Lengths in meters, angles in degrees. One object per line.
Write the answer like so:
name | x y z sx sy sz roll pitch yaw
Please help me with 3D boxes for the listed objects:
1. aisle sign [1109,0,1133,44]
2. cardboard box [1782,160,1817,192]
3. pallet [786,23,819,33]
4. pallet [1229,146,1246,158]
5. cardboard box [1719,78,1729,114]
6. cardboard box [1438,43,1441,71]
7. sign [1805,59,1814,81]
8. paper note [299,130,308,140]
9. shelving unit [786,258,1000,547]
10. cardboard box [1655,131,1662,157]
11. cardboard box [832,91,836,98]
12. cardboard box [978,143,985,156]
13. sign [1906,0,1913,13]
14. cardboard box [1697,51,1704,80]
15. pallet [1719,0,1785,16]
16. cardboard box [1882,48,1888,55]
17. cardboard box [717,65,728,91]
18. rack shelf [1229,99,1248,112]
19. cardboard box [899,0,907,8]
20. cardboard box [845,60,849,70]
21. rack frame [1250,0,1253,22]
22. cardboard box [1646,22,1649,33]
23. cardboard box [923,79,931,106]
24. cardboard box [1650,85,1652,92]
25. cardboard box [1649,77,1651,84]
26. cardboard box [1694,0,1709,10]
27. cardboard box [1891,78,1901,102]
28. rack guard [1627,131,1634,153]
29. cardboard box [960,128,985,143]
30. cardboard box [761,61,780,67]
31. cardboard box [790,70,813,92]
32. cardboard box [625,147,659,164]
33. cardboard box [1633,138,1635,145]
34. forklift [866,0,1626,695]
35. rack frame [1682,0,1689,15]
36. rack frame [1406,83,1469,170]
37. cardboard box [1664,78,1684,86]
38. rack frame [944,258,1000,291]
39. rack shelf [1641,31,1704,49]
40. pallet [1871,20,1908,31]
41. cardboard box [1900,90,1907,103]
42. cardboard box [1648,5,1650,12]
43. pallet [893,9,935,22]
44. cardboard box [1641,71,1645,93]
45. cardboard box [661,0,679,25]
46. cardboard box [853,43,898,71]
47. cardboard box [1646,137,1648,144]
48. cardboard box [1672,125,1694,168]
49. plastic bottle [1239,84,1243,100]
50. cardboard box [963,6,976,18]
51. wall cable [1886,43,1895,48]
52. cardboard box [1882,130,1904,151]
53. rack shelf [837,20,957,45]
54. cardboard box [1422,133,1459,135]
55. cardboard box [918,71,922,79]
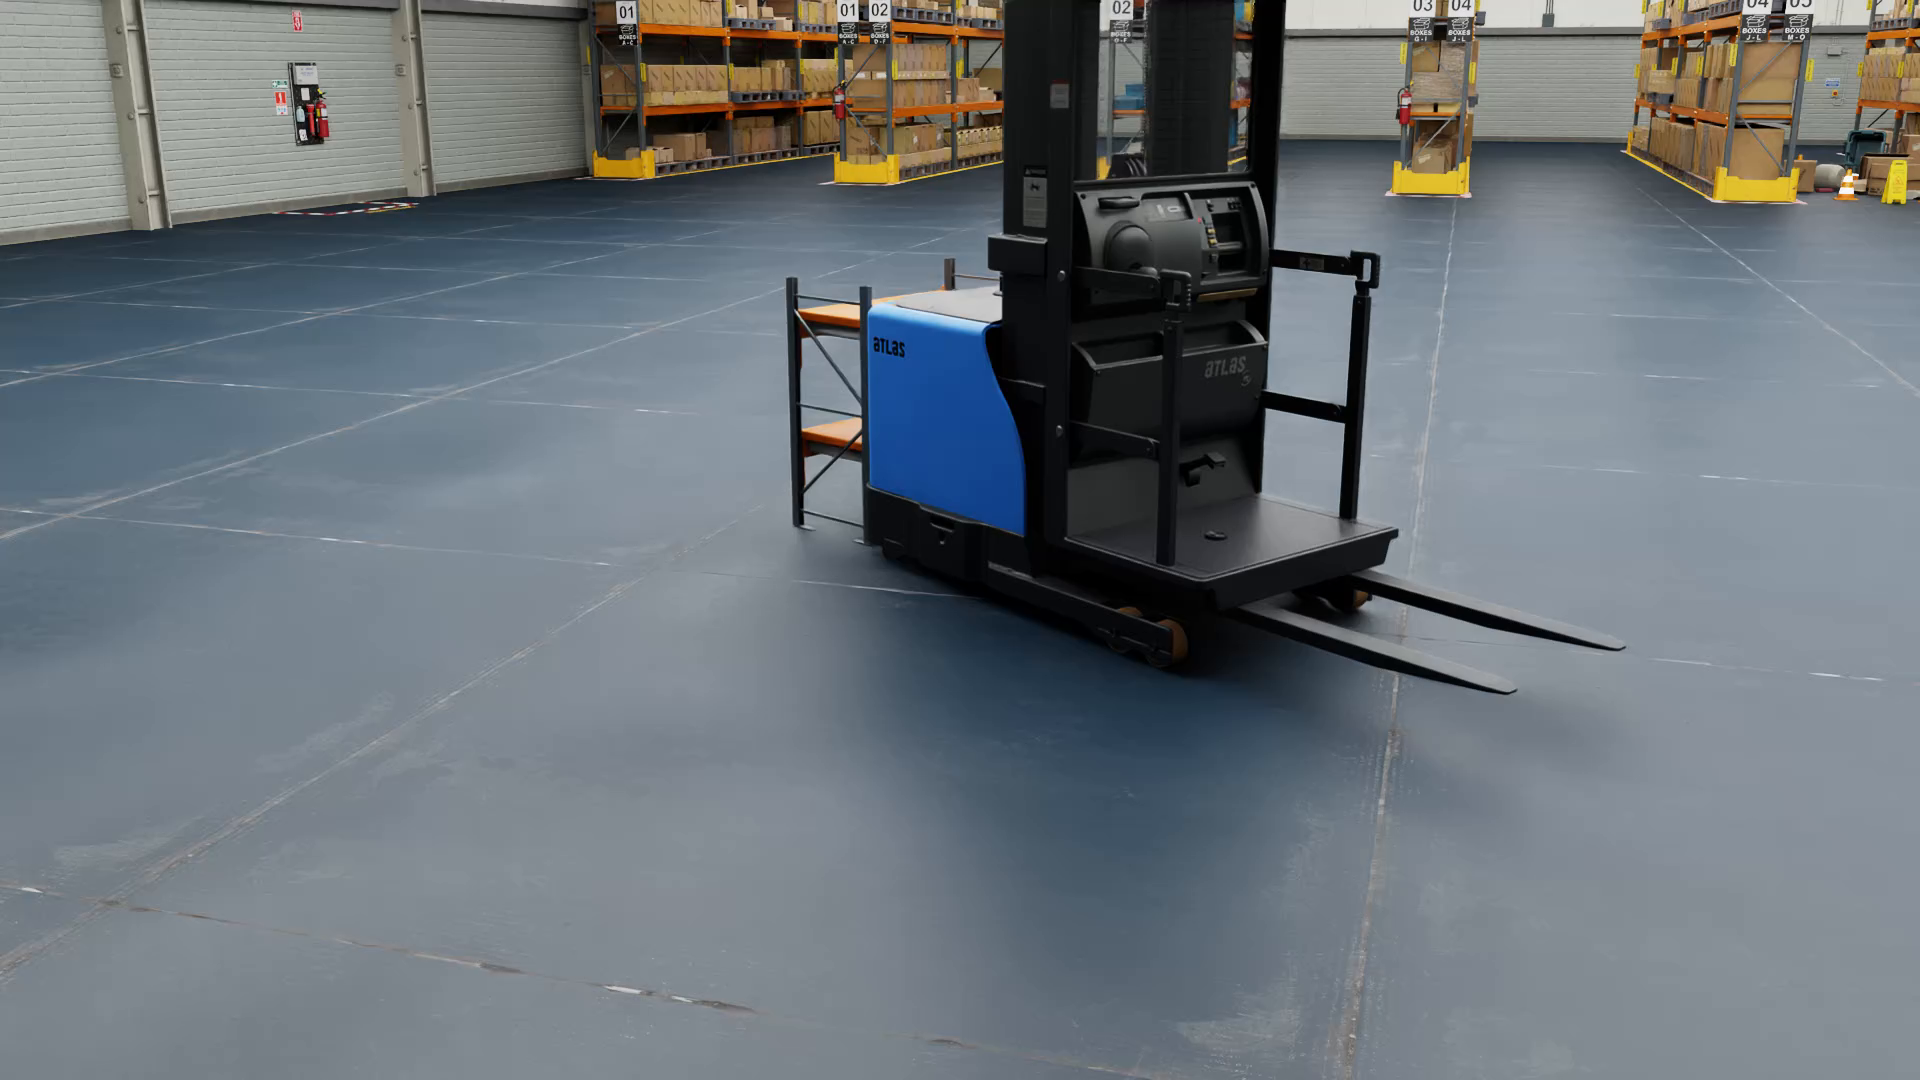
aisle sign | 2.746 -8.861 28.309 0.394 0.787 0.004 5 16 16
cardboard box | 14.206 -6.171 28.164 0.500 0.500 0.500 8 18 25
pallet | -4.042 -11.992 38.962 1.213 0.211 1.003 5 17 18
pallet | 6.202 -9.206 39.398 1.003 0.211 1.213 5 16 16
cardboard box | 12.724 -7.129 26.693 0.875 0.550 0.550 5 16 16
cardboard box | 7.856 -8.189 28.142 0.500 0.500 0.500 5 16 16
sign | 13.057 -7.221 25.559 0.100 0.325 0.005 5 16 16
paper note | -9.639 -5.947 24.412 0.016 0.148 0.142 5 16 16
shelving unit | -0.222 -0.664 7.611 0.538 1.125 1.048 14 21 40
cardboard box | 15.022 -8.371 35.157 0.500 0.500 0.500 4 16 13
cardboard box | -3.265 -10.963 40.909 0.380 0.149 0.250 4 16 14
cardboard box | 0.228 -8.406 35.737 0.500 0.250 0.500 5 17 17
sign | 20.179 -11.366 35.314 0.100 0.325 0.005 5 16 16
cardboard box | 14.087 -8.784 30.786 0.700 0.500 0.500 5 17 16
pallet | 13.072 -8.727 27.265 1.003 0.211 1.213 5 16 16
cardboard box | 21.001 -11.007 37.434 0.380 0.149 0.250 4 16 15
cardboard box | -5.149 -9.572 34.442 0.500 0.500 0.500 5 16 16
rack shelf | 5.893 -9.876 37.971 1.077 0.370 4.000 5 16 16
cardboard box | -1.194 -9.877 30.592 0.380 0.149 0.250 5 16 16
cardboard box | -3.079 -11.801 41.297 0.500 0.250 0.500 5 17 17
rack frame | 6.461 -13.632 38.899 1.000 3.000 0.127 5 16 16
cardboard box | 16.547 -12.133 39.386 0.500 0.250 0.500 5 17 18
cardboard box | -0.971 -8.700 32.322 0.700 0.500 0.500 5 17 17
cardboard box | 15.236 -9.826 36.167 0.380 0.149 0.250 5 17 16
cardboard box | 15.384 -10.107 36.613 0.380 0.149 0.250 5 17 17
cardboard box | 14.095 -10.117 31.213 0.500 0.311 0.500 4 16 15
cardboard box | 20.598 -9.782 36.138 0.500 0.500 0.500 5 17 16
rack guard | 17.052 -9.775 40.875 1.175 0.500 0.348 5 16 16
cardboard box | 0.231 -8.678 35.669 0.500 0.311 0.500 5 17 17
cardboard box | -4.321 -10.861 37.947 0.380 0.149 0.250 2 16 7
cardboard box | -3.791 -10.776 39.058 0.500 0.500 0.500 5 17 18
cardboard box | -6.165 -7.467 32.278 0.500 0.311 0.500 3 16 10
cardboard box | 16.617 -9.715 40.540 0.380 0.149 0.250 5 17 17
forklift | 0.921 -1.120 5.908 1.130 2.935 3.031 -13 20 -37
rack frame | 14.800 -11.790 32.406 1.000 3.000 0.127 5 16 16
rack frame | 8.936 -8.269 30.984 1.000 3.000 0.127 5 16 16
cardboard box | 14.504 -9.293 33.741 0.380 0.149 0.250 5 17 17
rack frame | 0.120 -0.767 7.973 0.500 1.125 0.032 14 21 40
rack shelf | 16.505 -11.571 38.448 1.077 0.370 4.000 5 16 16
pallet | 21.647 -11.845 38.259 1.003 0.211 1.213 5 16 16
cardboard box | 20.333 -9.426 35.341 0.500 0.250 0.500 4 16 15
cardboard box | 16.526 -12.603 39.395 0.380 0.149 0.250 5 16 16
pallet | -1.127 -9.895 31.384 1.003 0.211 1.213 5 16 16
cardboard box | 16.402 -10.823 39.262 0.500 0.500 0.500 5 17 17
cardboard box | -5.782 -10.217 32.138 0.500 0.500 0.500 5 17 18
cardboard box | -1.537 -8.799 30.292 0.700 0.500 0.500 5 16 16
cardboard box | 15.721 -9.031 37.583 0.380 0.149 0.250 5 17 17
cardboard box | 14.031 -7.399 31.271 1.050 0.750 0.750 5 16 16
plastic bottle | 6.514 -10.456 38.787 0.144 0.351 0.185 5 16 16
cardboard box | 0.042 -11.106 34.997 0.500 0.250 0.500 3 16 11
wall cable | 24.791 -12.499 44.035 0.588 1.984 0.122 5 16 16
cardboard box | 21.246 -8.953 37.322 0.875 0.438 0.875 4 16 14
rack shelf | -1.129 -9.612 31.540 1.077 0.370 4.000 5 16 16
cardboard box | 9.756 -8.001 33.816 0.700 0.500 0.500 3 16 11
cardboard box | -0.942 -8.840 31.625 0.380 0.149 0.250 5 17 16
